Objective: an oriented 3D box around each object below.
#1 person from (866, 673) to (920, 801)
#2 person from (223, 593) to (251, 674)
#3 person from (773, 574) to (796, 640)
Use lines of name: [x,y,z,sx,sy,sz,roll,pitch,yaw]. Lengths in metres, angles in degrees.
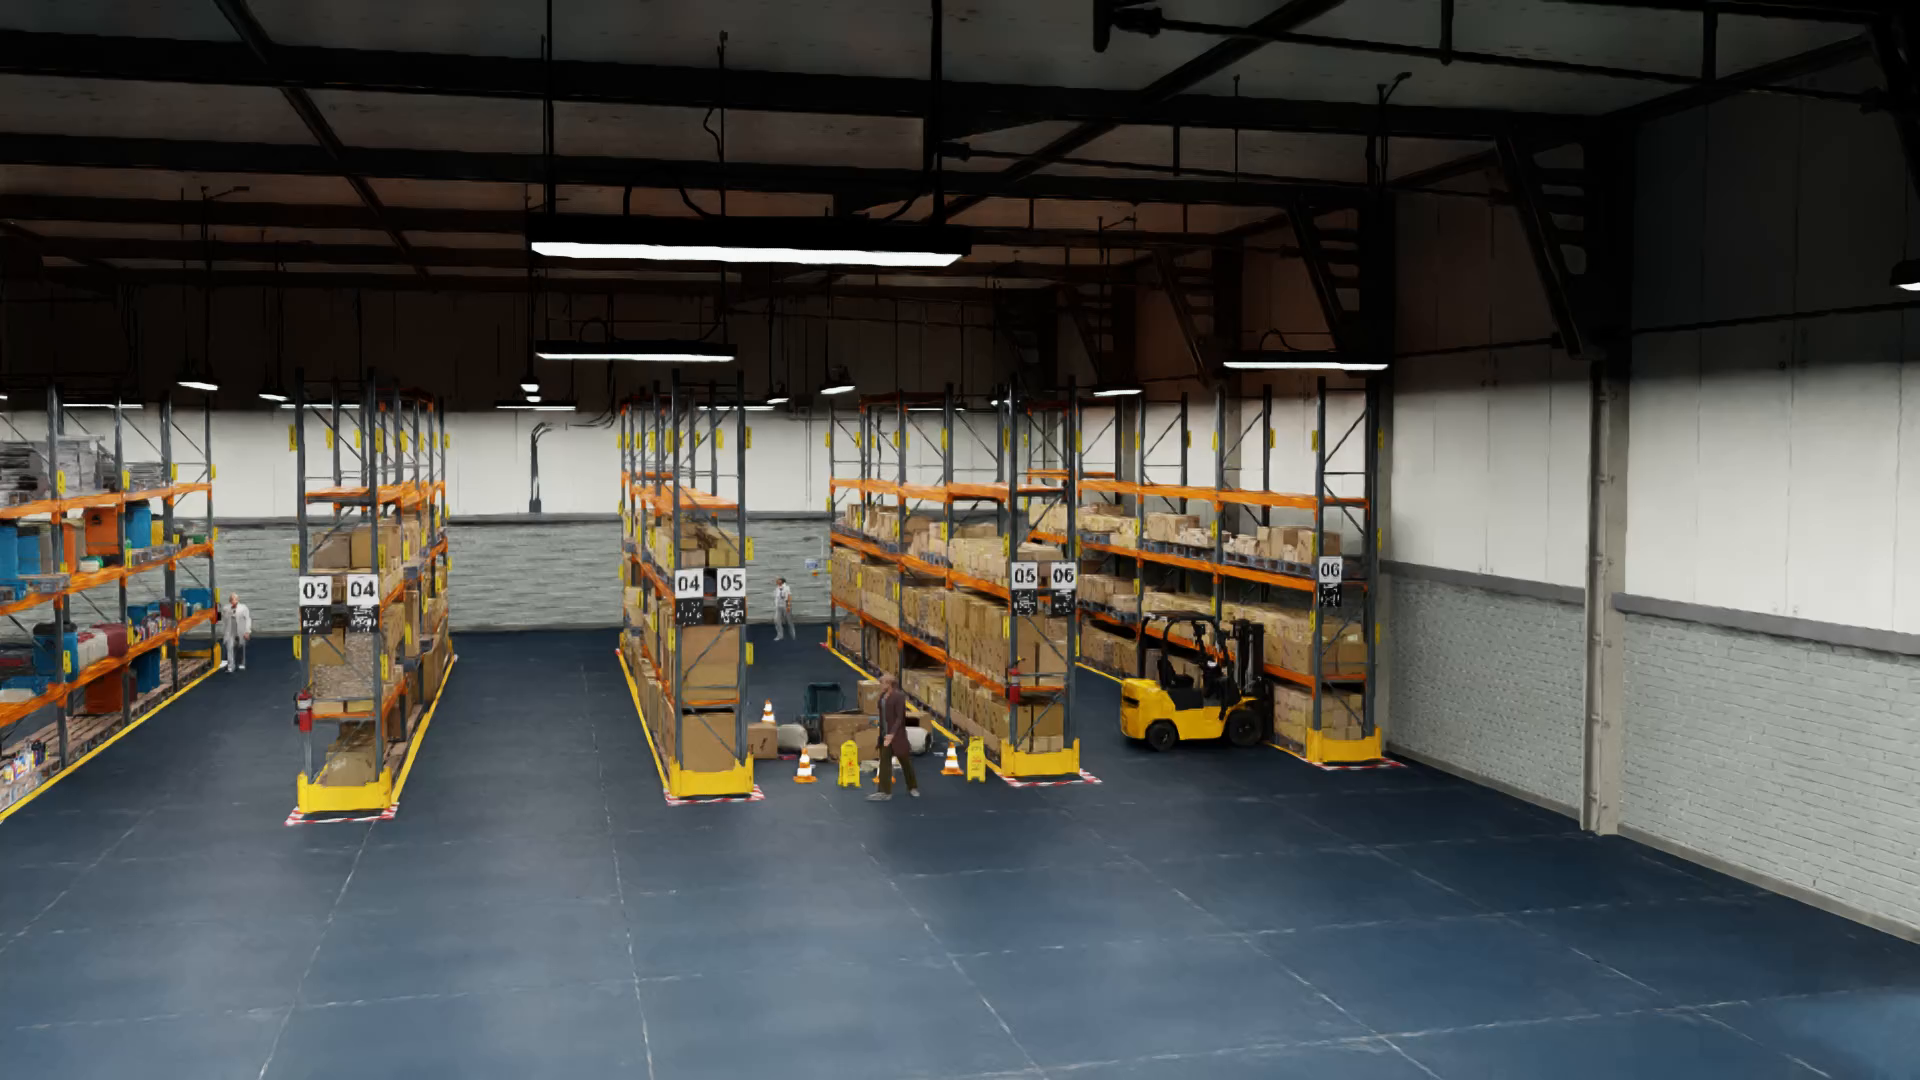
person: [-0.920,2.737,23.185,0.769,1.766,0.604,-3,5,-44]
person: [-15.611,1.996,35.873,0.600,1.725,1.110,-1,4,-15]
person: [-4.420,1.684,41.915,0.530,1.650,0.576,2,4,35]
